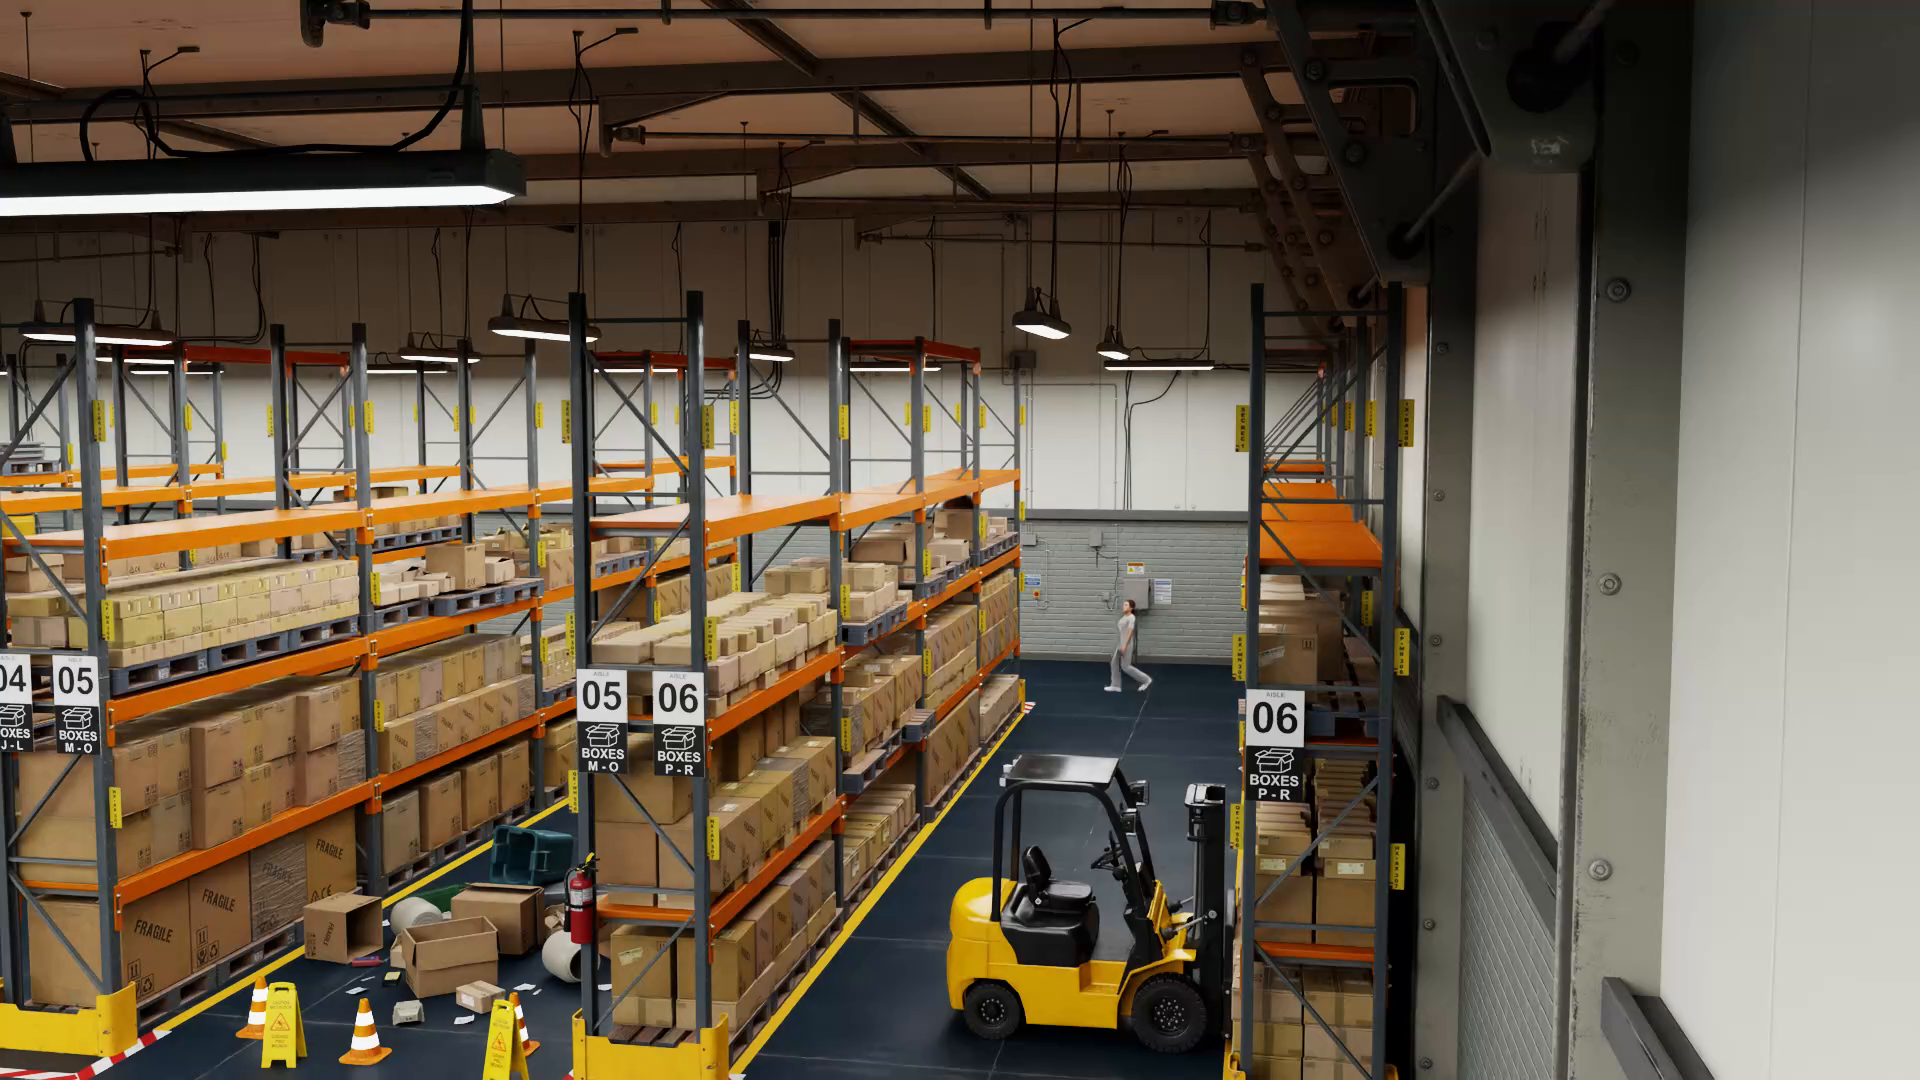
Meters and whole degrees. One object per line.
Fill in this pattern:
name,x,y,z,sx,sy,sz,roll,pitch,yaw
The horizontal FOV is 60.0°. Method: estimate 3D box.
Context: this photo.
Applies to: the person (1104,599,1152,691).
person,2.950,1.852,29.103,0.844,1.624,0.482,1,5,7
